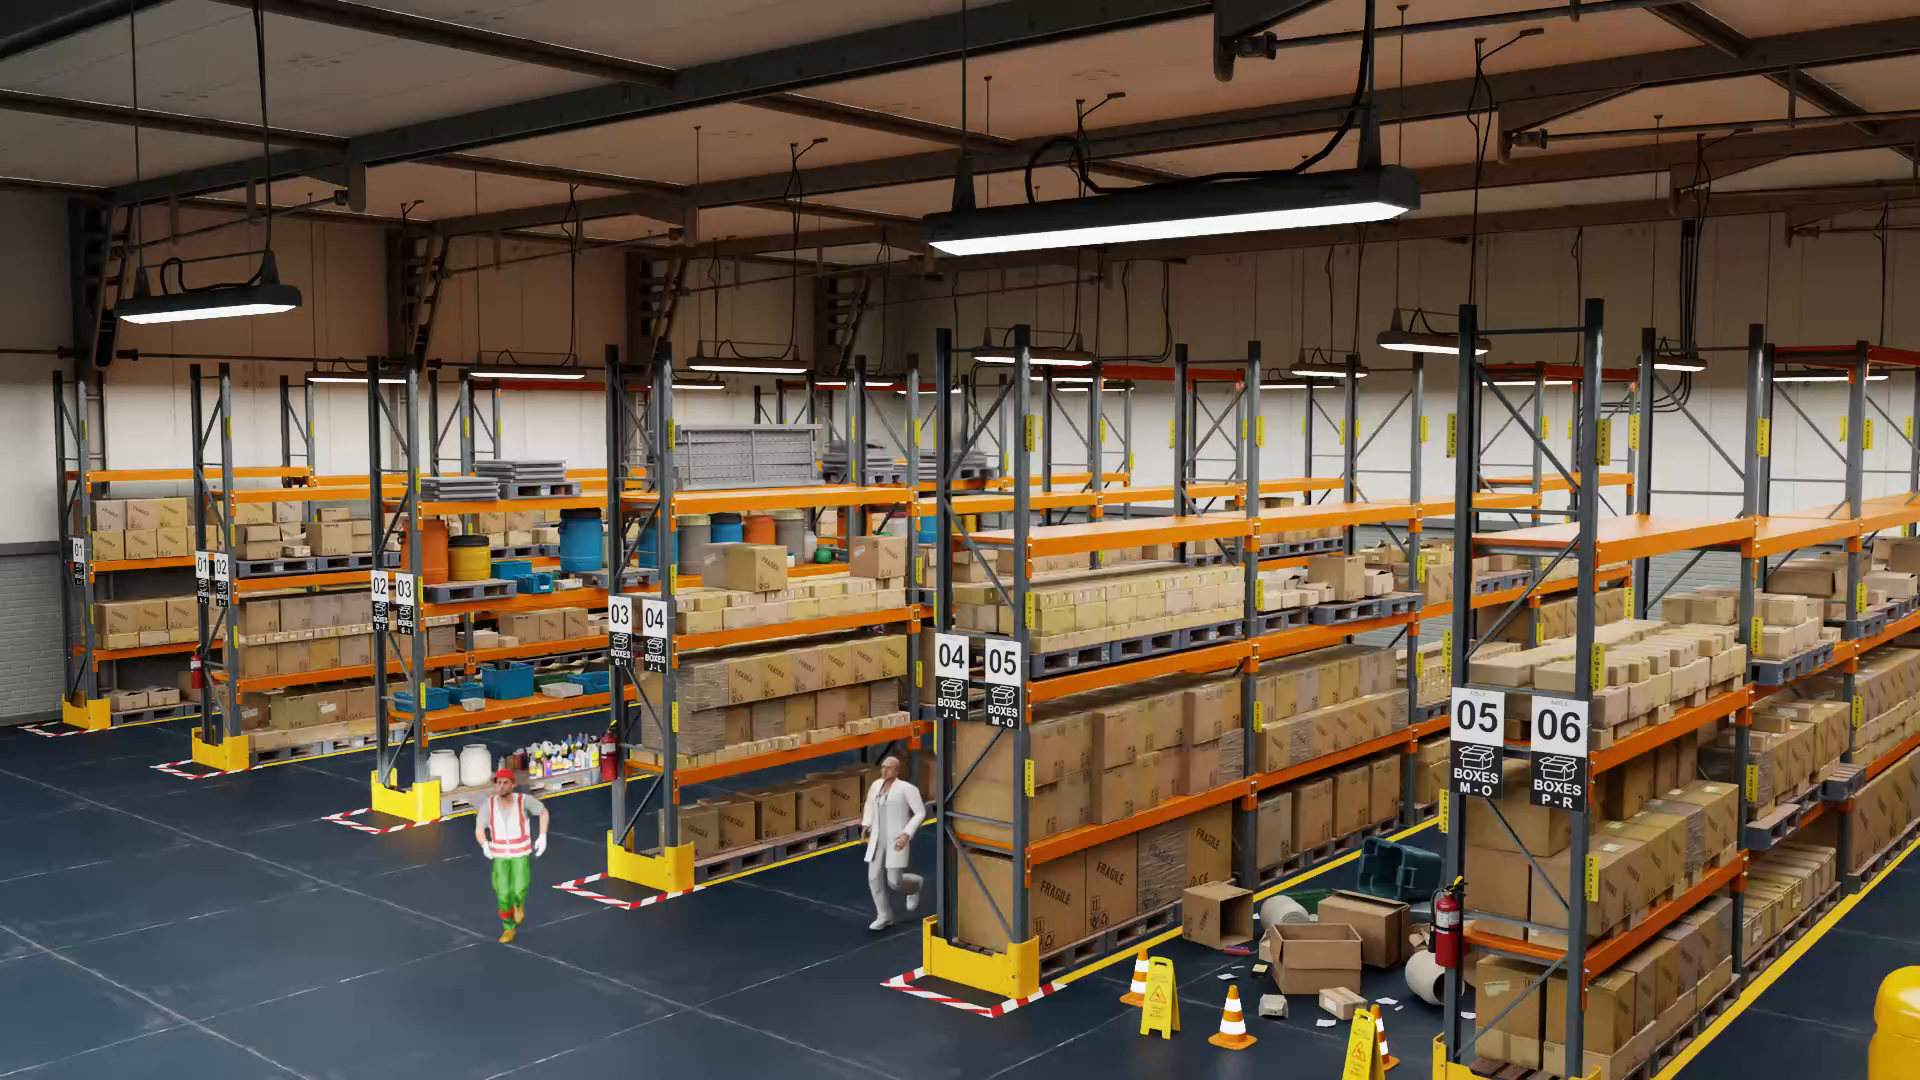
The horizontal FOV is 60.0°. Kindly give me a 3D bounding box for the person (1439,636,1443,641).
[{"bbox_3d":[7.811,2.398,27.010,0.578,1.654,0.657,3,5,37],"label":"person"}]

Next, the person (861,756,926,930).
[{"bbox_3d":[-0.683,3.065,17.010,0.751,1.733,0.774,2,5,30],"label":"person"}]

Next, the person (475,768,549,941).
[{"bbox_3d":[-4.427,3.114,16.389,0.693,1.740,0.661,0,4,-6],"label":"person"}]

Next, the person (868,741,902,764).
[{"bbox_3d":[-1.101,2.605,23.585,0.562,1.711,0.867,3,5,34],"label":"person"}]
